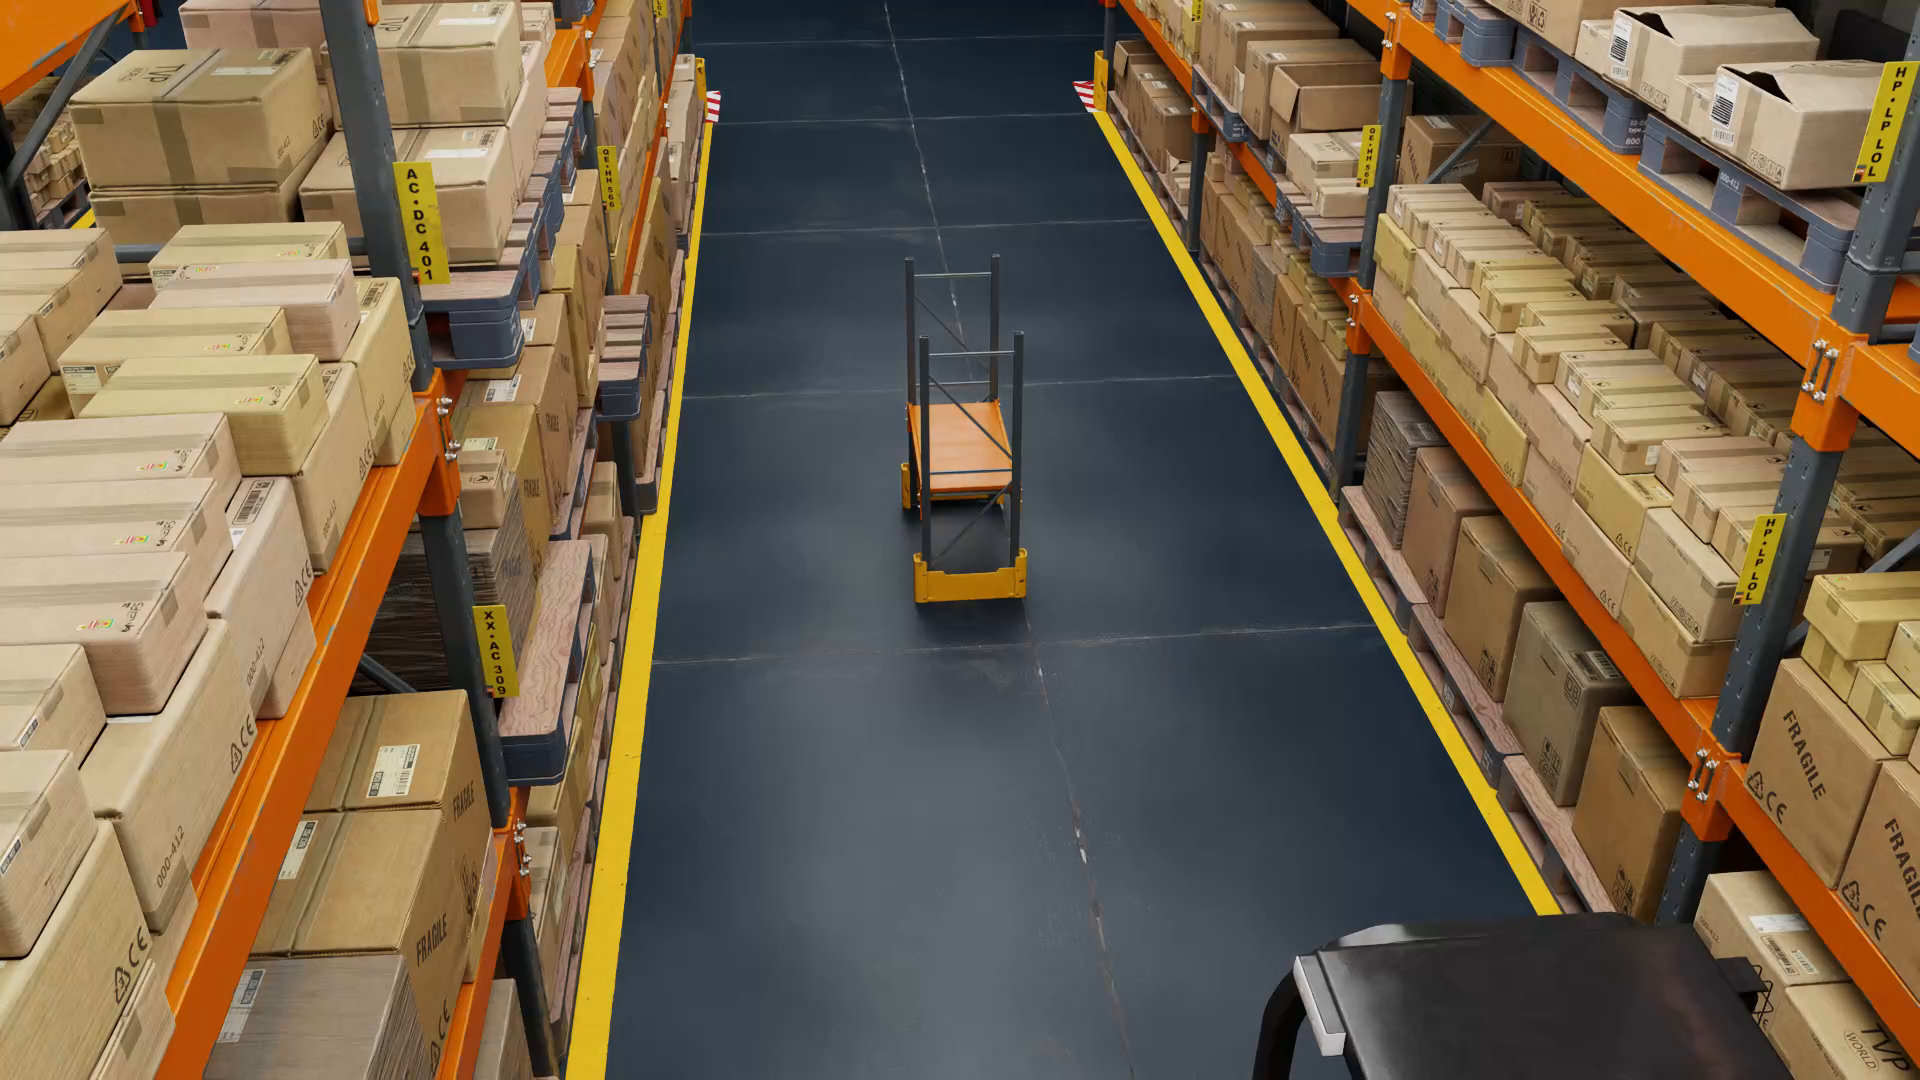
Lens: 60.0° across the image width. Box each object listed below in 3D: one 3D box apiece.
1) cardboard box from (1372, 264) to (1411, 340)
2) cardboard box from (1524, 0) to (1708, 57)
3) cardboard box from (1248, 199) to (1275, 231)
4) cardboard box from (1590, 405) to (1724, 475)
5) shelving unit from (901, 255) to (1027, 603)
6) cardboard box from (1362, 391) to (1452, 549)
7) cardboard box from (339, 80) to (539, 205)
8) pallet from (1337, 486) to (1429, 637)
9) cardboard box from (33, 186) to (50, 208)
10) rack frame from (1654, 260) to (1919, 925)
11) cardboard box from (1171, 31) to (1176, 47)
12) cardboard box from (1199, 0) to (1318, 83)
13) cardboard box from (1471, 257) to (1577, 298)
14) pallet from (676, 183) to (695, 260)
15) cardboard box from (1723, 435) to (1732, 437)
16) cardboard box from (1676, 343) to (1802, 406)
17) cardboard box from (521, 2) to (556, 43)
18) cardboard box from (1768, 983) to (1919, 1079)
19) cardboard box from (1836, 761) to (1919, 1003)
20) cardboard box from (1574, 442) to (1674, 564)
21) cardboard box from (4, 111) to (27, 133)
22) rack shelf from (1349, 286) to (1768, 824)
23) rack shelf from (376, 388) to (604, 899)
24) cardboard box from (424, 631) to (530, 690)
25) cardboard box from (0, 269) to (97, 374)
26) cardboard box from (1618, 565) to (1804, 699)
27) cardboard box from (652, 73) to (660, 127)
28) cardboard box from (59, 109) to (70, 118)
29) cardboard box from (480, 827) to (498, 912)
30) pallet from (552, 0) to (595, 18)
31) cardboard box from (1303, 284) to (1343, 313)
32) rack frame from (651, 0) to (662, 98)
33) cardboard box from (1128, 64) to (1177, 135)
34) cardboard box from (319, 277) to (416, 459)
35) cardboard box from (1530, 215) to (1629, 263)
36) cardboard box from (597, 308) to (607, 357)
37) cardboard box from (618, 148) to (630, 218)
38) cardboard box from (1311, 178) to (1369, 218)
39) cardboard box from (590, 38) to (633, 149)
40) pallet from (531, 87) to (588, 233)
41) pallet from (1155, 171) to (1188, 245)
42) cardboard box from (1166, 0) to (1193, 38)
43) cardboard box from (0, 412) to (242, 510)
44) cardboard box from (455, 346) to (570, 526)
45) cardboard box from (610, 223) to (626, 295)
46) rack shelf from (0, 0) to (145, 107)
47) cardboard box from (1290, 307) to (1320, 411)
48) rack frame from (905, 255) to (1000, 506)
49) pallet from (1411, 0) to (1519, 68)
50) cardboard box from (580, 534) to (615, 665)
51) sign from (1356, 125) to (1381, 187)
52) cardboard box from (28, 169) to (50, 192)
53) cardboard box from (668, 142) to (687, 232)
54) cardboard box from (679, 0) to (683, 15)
[{"bbox_3d":[2.451,-1.245,8.556,0.500,0.250,0.500,-3,31,-4],"label":"cardboard box"},{"bbox_3d":[2.573,-2.201,6.479,0.500,0.500,0.500,-2,31,-3],"label":"cardboard box"},{"bbox_3d":[2.211,-2.243,11.475,0.380,0.149,0.250,-3,31,-5],"label":"cardboard box"},{"bbox_3d":[2.604,-0.377,6.226,0.380,0.149,0.250,-4,31,-6],"label":"cardboard box"},{"bbox_3d":[0.007,-0.605,8.800,0.587,1.500,1.083,-3,31,-5],"label":"shelving unit"},{"bbox_3d":[2.697,-0.390,8.883,0.875,0.625,0.625,-2,31,-3],"label":"cardboard box"},{"bbox_3d":[-1.619,-1.246,5.222,0.500,0.250,0.500,-3,31,-5],"label":"cardboard box"},{"bbox_3d":[2.691,0.071,8.924,1.003,0.211,1.213,-3,31,-5],"label":"pallet"},{"bbox_3d":[-7.529,-2.742,13.287,0.380,0.149,0.250,-4,31,-7],"label":"cardboard box"},{"bbox_3d":[3.026,0.494,5.497,1.000,3.000,0.127,-3,31,-5],"label":"rack frame"},{"bbox_3d":[1.906,-4.032,13.319,0.380,0.149,0.250,-2,31,-3],"label":"cardboard box"},{"bbox_3d":[2.101,-3.556,11.770,0.700,0.500,0.500,-2,31,-3],"label":"cardboard box"},{"bbox_3d":[2.555,-1.166,7.548,0.380,0.149,0.250,-2,31,-4],"label":"cardboard box"},{"bbox_3d":[-2.656,-2.545,13.305,1.003,0.211,1.213,-3,31,-5],"label":"pallet"},{"bbox_3d":[3.197,-0.184,6.292,0.500,0.250,0.500,-3,31,-5],"label":"cardboard box"},{"bbox_3d":[3.140,-0.670,6.717,0.380,0.149,0.250,-3,31,-5],"label":"cardboard box"},{"bbox_3d":[-2.051,-2.337,7.558,0.380,0.149,0.250,-3,31,-5],"label":"cardboard box"},{"bbox_3d":[2.797,1.589,4.962,0.500,0.250,0.500,-3,31,-5],"label":"cardboard box"},{"bbox_3d":[2.873,0.956,4.627,0.500,0.500,0.500,-2,31,-4],"label":"cardboard box"},{"bbox_3d":[2.671,-0.157,6.246,0.500,0.250,0.500,-4,31,-6],"label":"cardboard box"},{"bbox_3d":[-8.081,-3.497,13.970,0.380,0.149,0.250,-2,31,-3],"label":"cardboard box"},{"bbox_3d":[2.839,-0.218,7.391,1.077,0.370,4.000,-3,31,-5],"label":"rack shelf"},{"bbox_3d":[-2.102,0.022,6.990,1.077,0.370,4.000,-3,31,-5],"label":"rack shelf"},{"bbox_3d":[-1.652,0.364,5.550,0.380,0.149,0.250,-2,31,-4],"label":"cardboard box"},{"bbox_3d":[-2.158,-0.480,3.671,0.380,0.149,0.250,-2,31,-3],"label":"cardboard box"},{"bbox_3d":[2.719,0.314,5.945,0.500,0.250,0.500,-2,31,-3],"label":"cardboard box"},{"bbox_3d":[-2.370,-3.069,11.609,0.500,0.250,0.500,-3,31,-6],"label":"cardboard box"},{"bbox_3d":[-7.495,-3.531,14.026,0.380,0.149,0.250,-2,31,-3],"label":"cardboard box"},{"bbox_3d":[-1.582,0.991,4.910,0.380,0.149,0.250,-3,31,-5],"label":"cardboard box"},{"bbox_3d":[-2.402,-2.841,8.340,1.213,0.211,1.003,-1,31,-2],"label":"pallet"},{"bbox_3d":[2.317,-1.448,10.144,0.380,0.149,0.250,-4,31,-6],"label":"cardboard box"},{"bbox_3d":[-2.663,-3.350,11.934,1.000,3.000,0.127,-3,31,-5],"label":"rack frame"},{"bbox_3d":[1.909,-3.984,15.023,0.700,0.500,0.500,-2,31,-3],"label":"cardboard box"},{"bbox_3d":[-1.606,-0.404,3.932,0.500,0.250,0.500,-3,31,-5],"label":"cardboard box"},{"bbox_3d":[2.984,-1.449,8.021,0.380,0.149,0.250,-3,31,-5],"label":"cardboard box"},{"bbox_3d":[-1.859,-0.965,7.775,0.380,0.149,0.250,-3,31,-5],"label":"cardboard box"},{"bbox_3d":[-2.138,-1.993,9.320,0.500,0.250,0.500,-2,31,-3],"label":"cardboard box"},{"bbox_3d":[2.209,-1.937,9.404,0.380,0.149,0.250,-2,31,-4],"label":"cardboard box"},{"bbox_3d":[-2.181,-2.561,9.541,0.500,0.500,0.500,-2,31,-3],"label":"cardboard box"},{"bbox_3d":[-1.967,-1.323,5.797,1.213,0.211,1.003,-3,31,-5],"label":"pallet"},{"bbox_3d":[2.216,-2.743,13.637,1.003,0.211,1.213,-3,31,-5],"label":"pallet"},{"bbox_3d":[1.927,-4.157,13.140,0.500,0.250,0.500,-3,31,-4],"label":"cardboard box"},{"bbox_3d":[-1.556,-0.106,3.044,0.380,0.149,0.250,-3,31,-6],"label":"cardboard box"},{"bbox_3d":[-1.754,-0.379,6.162,0.500,0.500,0.500,-3,31,-5],"label":"cardboard box"},{"bbox_3d":[-2.084,-1.506,8.992,0.500,0.250,0.500,-3,31,-5],"label":"cardboard box"},{"bbox_3d":[-7.769,-3.774,13.344,1.077,0.370,4.000,-3,31,-5],"label":"rack shelf"},{"bbox_3d":[2.363,-1.117,10.222,0.500,0.500,0.500,-3,31,-5],"label":"cardboard box"},{"bbox_3d":[-0.040,-0.860,9.227,0.500,1.500,0.032,-3,31,-5],"label":"rack frame"},{"bbox_3d":[2.805,-2.412,7.623,1.213,0.211,1.003,-1,31,-2],"label":"pallet"},{"bbox_3d":[-2.169,0.305,7.967,0.950,0.372,0.625,-3,31,-6],"label":"cardboard box"},{"bbox_3d":[2.113,-1.980,8.588,0.100,0.325,0.005,-3,31,-5],"label":"sign"},{"bbox_3d":[-7.493,-2.873,13.215,0.380,0.149,0.250,-1,31,-2],"label":"cardboard box"},{"bbox_3d":[-2.615,-2.756,13.028,0.875,0.438,0.875,-3,31,-5],"label":"cardboard box"},{"bbox_3d":[-2.638,-4.683,14.067,0.500,0.500,0.500,-2,31,-3],"label":"cardboard box"}]
